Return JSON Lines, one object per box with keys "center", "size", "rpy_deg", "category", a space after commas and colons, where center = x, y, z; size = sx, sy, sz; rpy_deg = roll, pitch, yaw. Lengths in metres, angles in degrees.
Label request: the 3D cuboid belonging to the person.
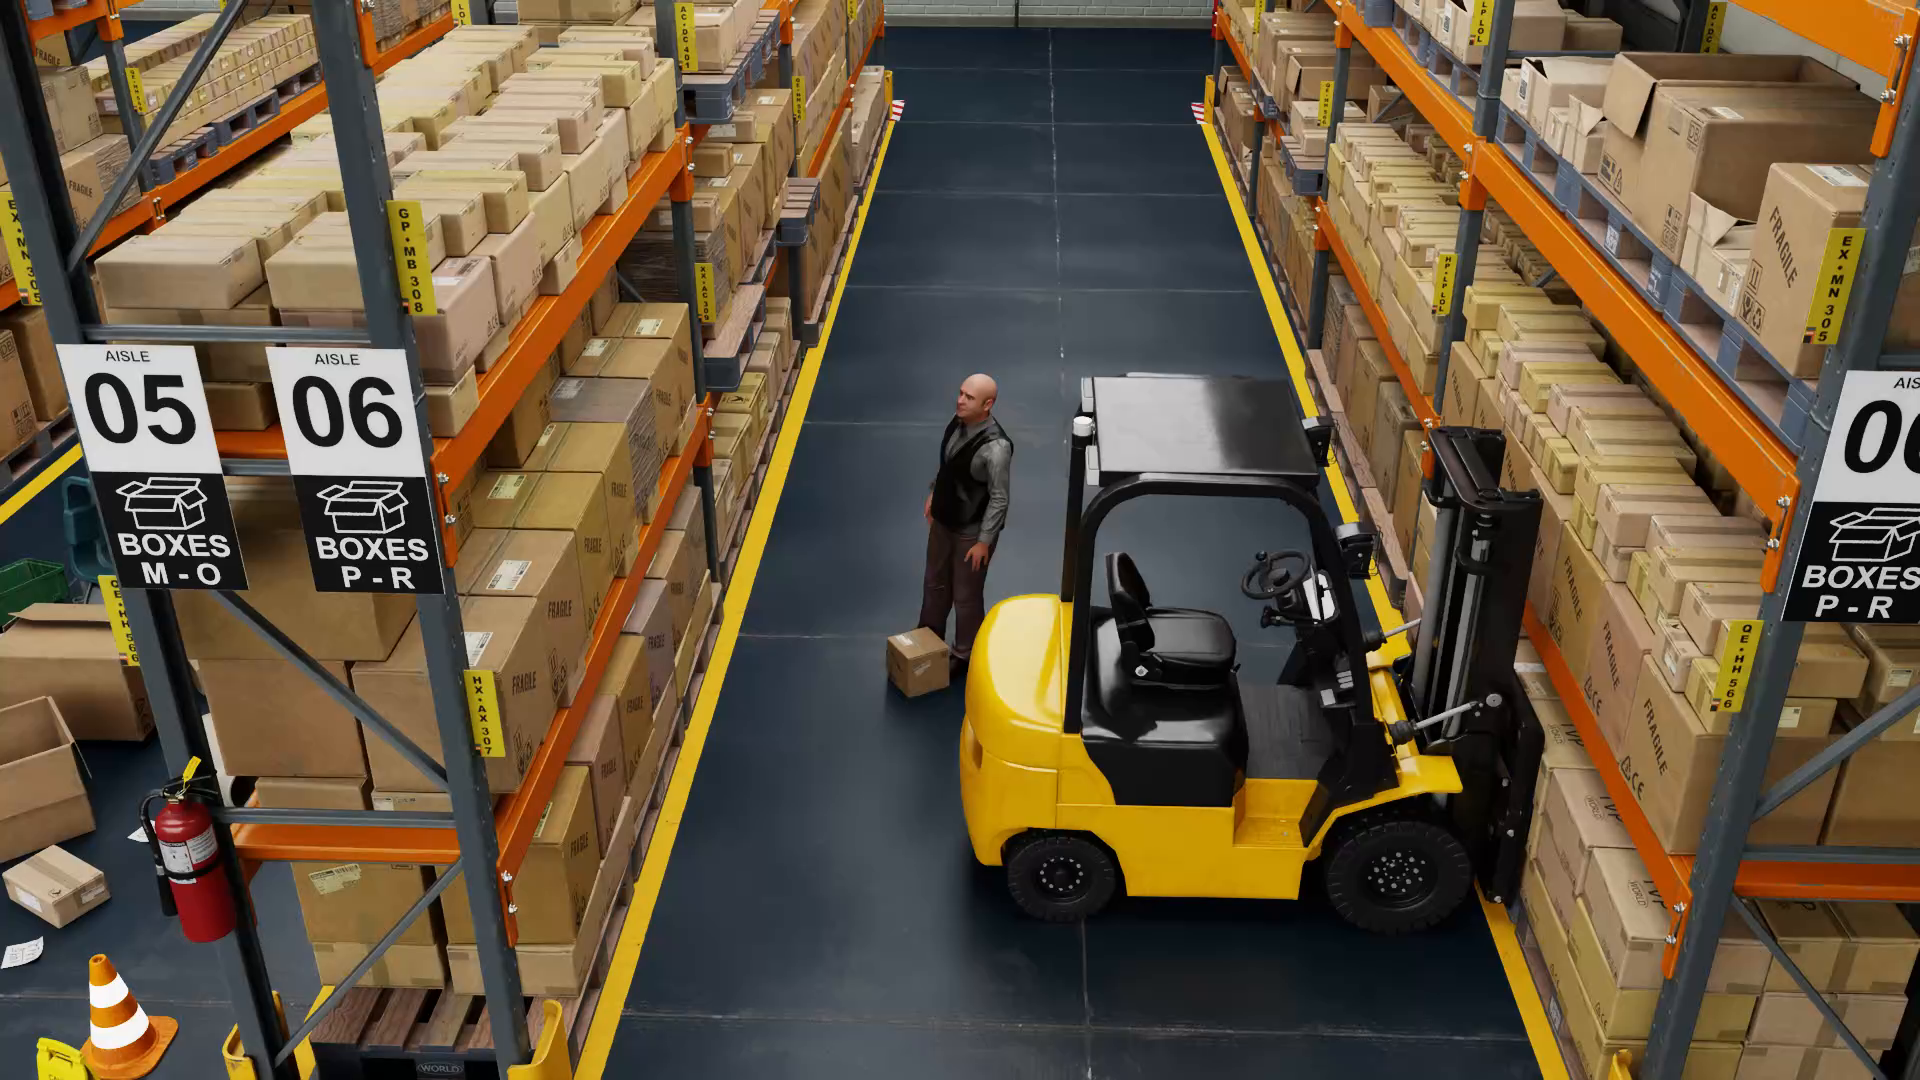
{"center": [-0.036, -0.061, 8.744], "size": [0.568, 1.720, 0.632], "rpy_deg": [-13, 31, -24], "category": "person"}
